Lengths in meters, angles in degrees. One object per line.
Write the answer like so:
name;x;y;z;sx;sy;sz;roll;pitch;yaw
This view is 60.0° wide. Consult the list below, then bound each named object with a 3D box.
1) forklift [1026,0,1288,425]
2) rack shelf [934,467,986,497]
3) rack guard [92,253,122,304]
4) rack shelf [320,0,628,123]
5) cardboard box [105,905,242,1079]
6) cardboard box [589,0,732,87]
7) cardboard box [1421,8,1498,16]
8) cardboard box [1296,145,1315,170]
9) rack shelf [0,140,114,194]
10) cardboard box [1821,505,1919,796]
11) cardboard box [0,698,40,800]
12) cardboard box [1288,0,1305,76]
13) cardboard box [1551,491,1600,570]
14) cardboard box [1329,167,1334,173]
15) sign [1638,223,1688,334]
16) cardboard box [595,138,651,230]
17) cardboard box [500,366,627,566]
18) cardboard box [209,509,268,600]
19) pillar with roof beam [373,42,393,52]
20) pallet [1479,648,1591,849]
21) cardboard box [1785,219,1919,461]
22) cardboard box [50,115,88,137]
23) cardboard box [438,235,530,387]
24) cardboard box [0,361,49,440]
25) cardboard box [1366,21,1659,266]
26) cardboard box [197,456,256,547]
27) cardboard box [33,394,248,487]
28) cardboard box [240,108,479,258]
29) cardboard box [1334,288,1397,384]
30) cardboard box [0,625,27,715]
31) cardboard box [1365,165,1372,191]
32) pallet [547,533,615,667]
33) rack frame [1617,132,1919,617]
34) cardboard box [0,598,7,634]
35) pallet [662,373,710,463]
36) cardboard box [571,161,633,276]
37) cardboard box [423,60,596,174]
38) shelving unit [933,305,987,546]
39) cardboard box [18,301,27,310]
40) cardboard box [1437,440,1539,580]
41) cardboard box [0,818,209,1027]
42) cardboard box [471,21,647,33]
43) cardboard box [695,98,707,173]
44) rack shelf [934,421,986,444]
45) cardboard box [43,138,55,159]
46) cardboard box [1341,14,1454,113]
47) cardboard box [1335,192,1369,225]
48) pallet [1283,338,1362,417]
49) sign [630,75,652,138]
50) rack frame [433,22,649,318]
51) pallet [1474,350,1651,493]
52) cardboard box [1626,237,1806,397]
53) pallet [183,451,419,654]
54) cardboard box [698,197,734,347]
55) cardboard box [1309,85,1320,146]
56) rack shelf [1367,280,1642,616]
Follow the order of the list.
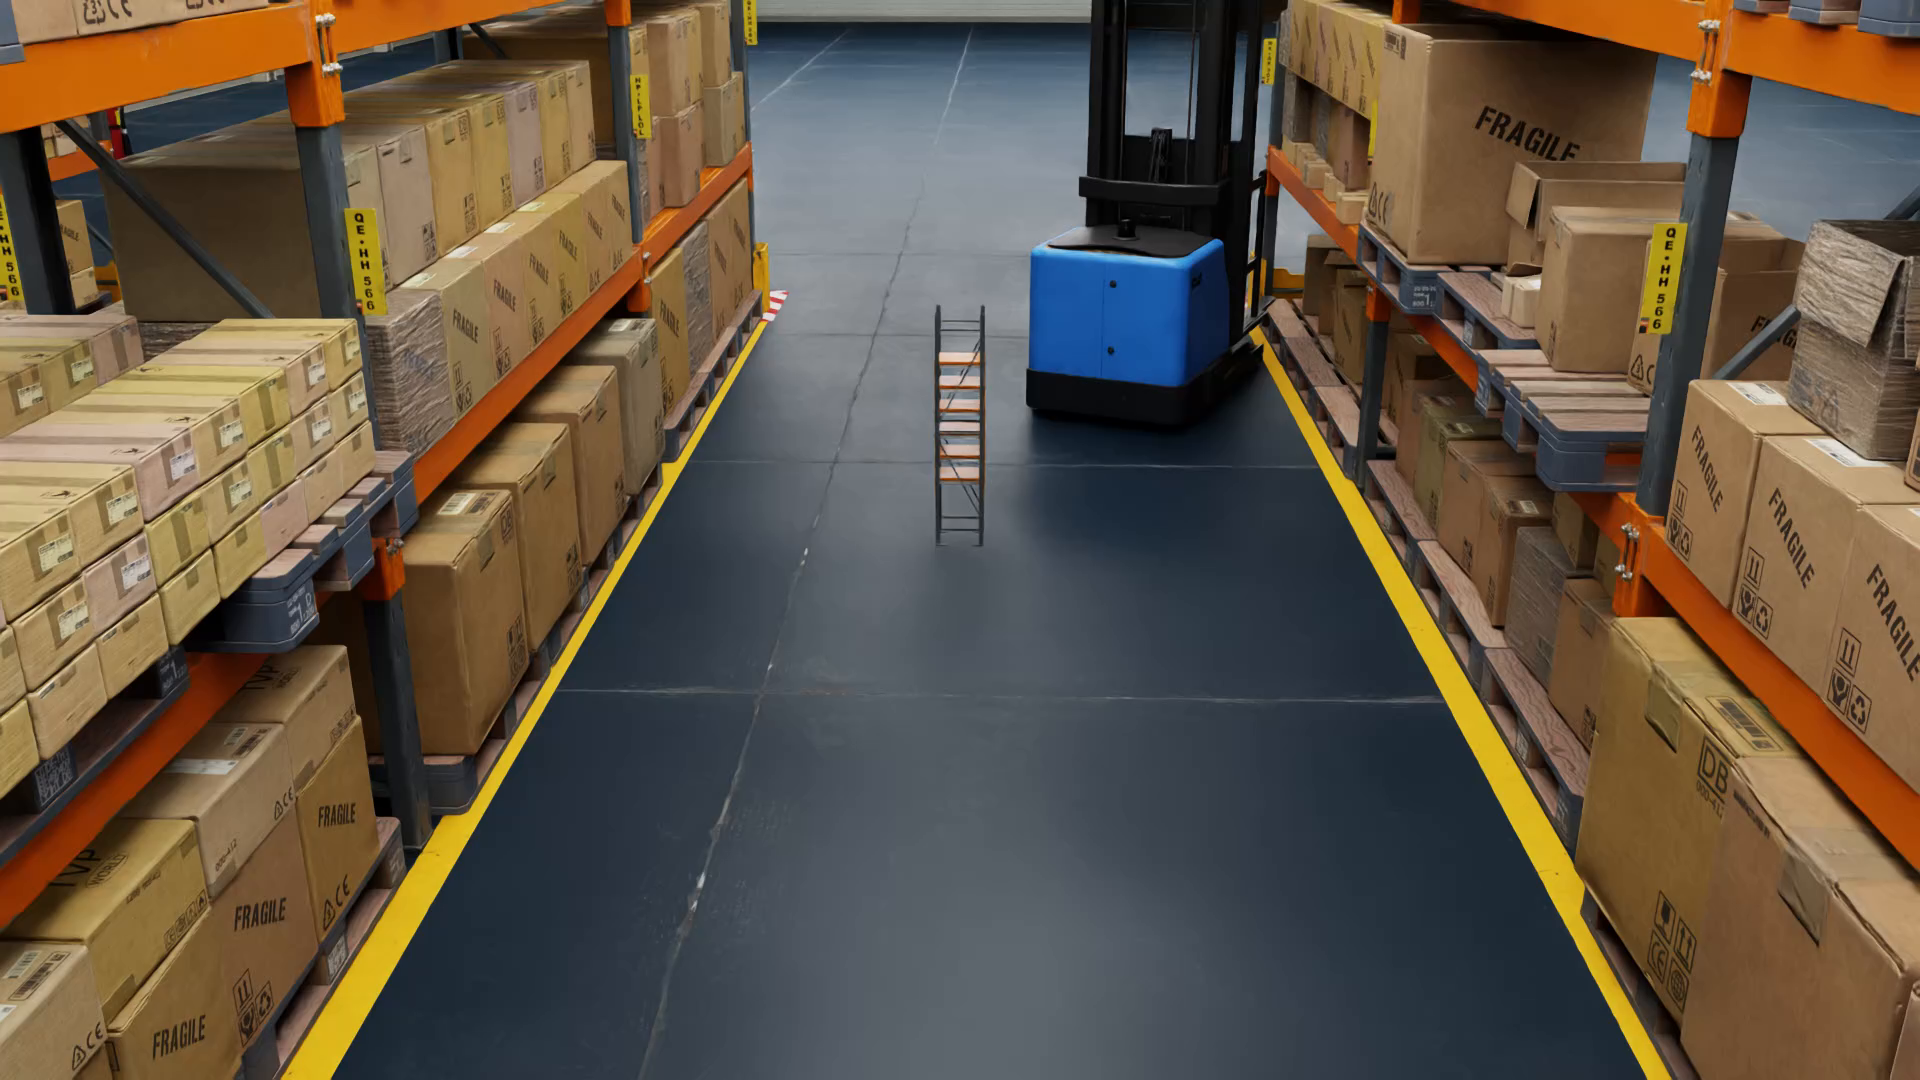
forklift;1.481;-2.566;11.089;1.130;2.935;3.031;9;23;22
rack shelf;0.000;-0.299;8.428;0.258;0.103;0.180;1;21;2
rack guard;-7.067;-2.065;13.159;1.175;0.500;0.348;1;21;2
rack shelf;-2.297;-2.133;6.728;1.077;0.370;4.000;1;21;2
cardboard box;-2.136;1.242;4.055;0.500;0.500;0.500;0;21;-1
cardboard box;-2.089;-3.479;11.649;0.875;0.550;0.550;1;21;2
cardboard box;3.016;-2.875;9.860;0.500;0.500;0.500;1;21;2
cardboard box;2.557;-2.660;11.585;0.380;0.149;0.250;1;21;2
rack shelf;-7.126;-2.199;11.044;1.077;0.370;4.000;1;21;2
cardboard box;2.285;0.242;3.620;0.500;0.500;0.500;0;21;1
cardboard box;-1.973;0.411;3.090;0.380;0.149;0.250;0;21;1
cardboard box;2.529;-3.423;11.273;0.500;0.500;0.500;1;21;2
cardboard box;2.593;-0.080;6.398;0.500;0.250;0.500;3;21;8
cardboard box;2.576;-2.298;10.651;0.380;0.149;0.250;1;21;2
sign;2.054;-0.761;4.853;0.100;0.325;0.005;1;21;2
cardboard box;-2.237;-1.997;9.321;0.875;0.550;0.550;1;21;2
cardboard box;-2.198;-0.366;7.855;1.050;0.750;0.750;1;21;2
cardboard box;-1.941;0.031;4.070;0.380;0.149;0.250;0;21;1
pillar with roof beam;-7.916;-14.496;33.449;9.100;9.000;0.400;1;21;2
pallet;2.622;0.762;6.274;1.003;0.211;1.213;1;21;2
cardboard box;2.559;-0.506;4.161;0.797;0.503;0.637;1;21;3
cardboard box;-6.806;-3.244;12.192;0.500;0.500;0.500;0;21;1
cardboard box;-2.046;-0.919;6.613;0.500;0.500;0.500;1;21;2
cardboard box;-2.583;-0.352;4.234;0.380;0.149;0.250;1;21;1
cardboard box;2.555;-1.892;7.848;1.000;1.000;1.000;1;21;2
cardboard box;-1.937;-0.099;3.992;0.380;0.149;0.250;1;21;2
cardboard box;-1.937;-0.239;3.942;0.380;0.149;0.250;1;21;3
cardboard box;-2.307;-1.390;6.445;0.700;0.500;0.500;0;21;1
cardboard box;2.721;-1.309;10.632;0.500;0.500;0.500;-1;21;-3
cardboard box;-1.973;0.270;3.042;0.380;0.149;0.250;0;21;1
cardboard box;2.845;-2.230;9.580;0.875;0.500;0.500;1;21;2
pallet;-2.218;0.229;7.647;1.003;0.211;1.213;1;21;2
rack frame;2.597;-0.256;5.042;1.000;3.000;0.127;1;21;2
cardboard box;-1.969;0.138;2.970;0.380;0.149;0.250;1;21;4
pallet;-2.135;-0.767;10.215;1.003;0.211;1.213;1;21;2
cardboard box;-1.985;-1.648;8.492;0.500;0.500;0.500;1;21;1
cardboard box;-2.245;-2.126;8.342;0.700;0.500;0.500;0;21;1
shelving unit;0.000;-0.565;8.325;0.258;1.200;0.189;1;21;2
cardboard box;-6.844;-1.689;11.956;0.500;0.250;0.500;1;21;2
cardboard box;2.629;-0.146;7.605;0.700;0.500;0.500;-1;21;-3
cardboard box;-2.152;0.889;3.928;0.500;0.250;0.500;1;21;3
cardboard box;-2.290;-2.700;9.640;0.875;0.550;0.550;1;21;2
cardboard box;-2.218;-2.775;11.326;0.875;0.550;0.550;1;21;2
rack shelf;0.000;-0.523;8.341;0.258;0.103;0.180;1;21;2
cardboard box;-6.789;-2.818;11.991;0.380;0.149;0.250;0;21;1
cardboard box;2.471;-2.700;9.410;0.500;0.500;0.500;1;21;2
cardboard box;2.412;-1.938;9.723;0.380;0.149;0.250;1;21;2
pallet;2.738;-1.088;11.040;1.003;0.211;1.213;1;21;2
sign;-1.693;-2.294;8.803;0.100;0.325;0.005;1;21;2
rack frame;-2.236;-1.793;9.004;1.000;3.000;0.127;1;21;2
pallet;2.512;-0.425;5.744;1.213;0.211;1.003;1;21;2
cardboard box;2.573;-0.694;5.452;0.500;0.500;0.500;-2;21;-5
pallet;-2.273;0.001;4.644;1.213;0.211;1.003;1;21;2
cardboard box;-2.094;-1.881;11.586;0.875;0.875;0.875;0;21;1
cardboard box;2.901;-2.953;11.444;0.875;0.500;0.500;1;21;2
rack shelf;2.658;-0.644;7.036;1.077;0.370;4.000;1;21;2
